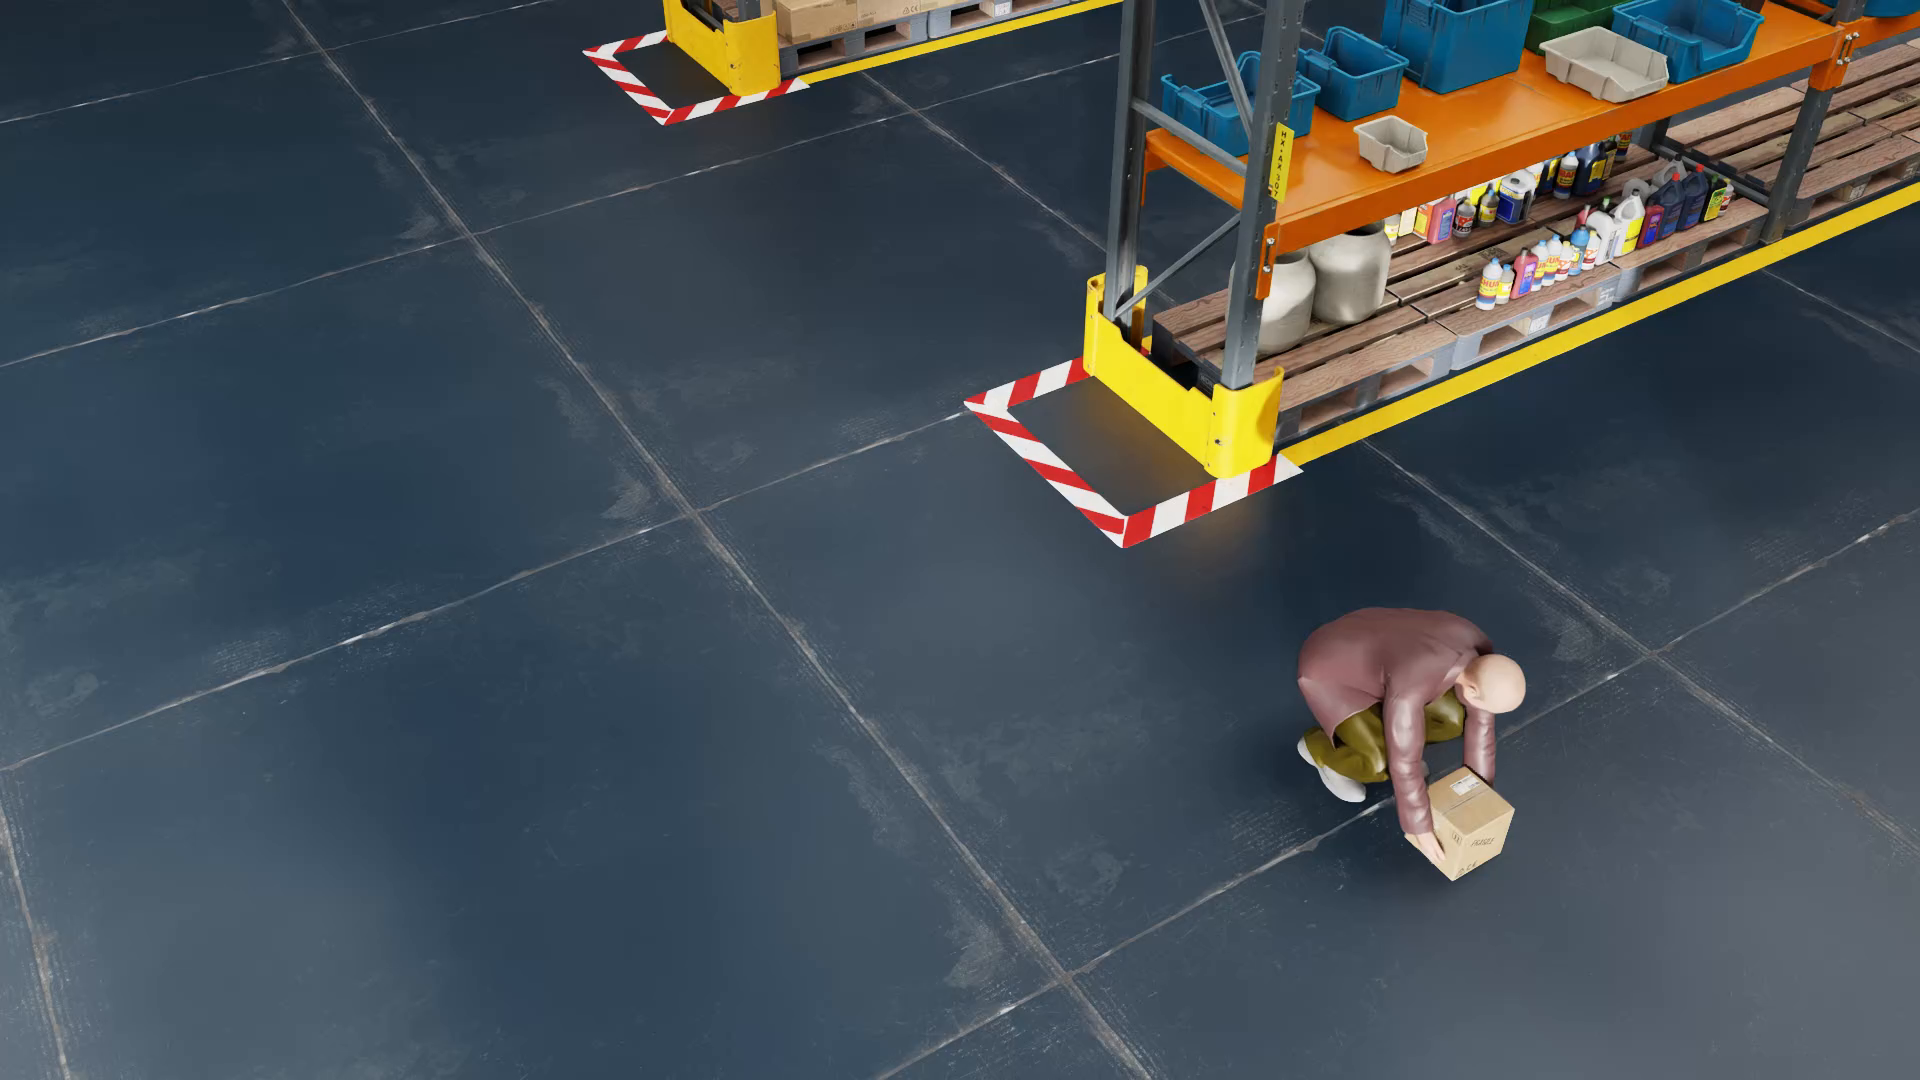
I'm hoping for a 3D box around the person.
[{"bbox_3d":[1.644,0.604,6.150,0.600,0.886,0.899,-22,45,-24],"label":"person"}]
